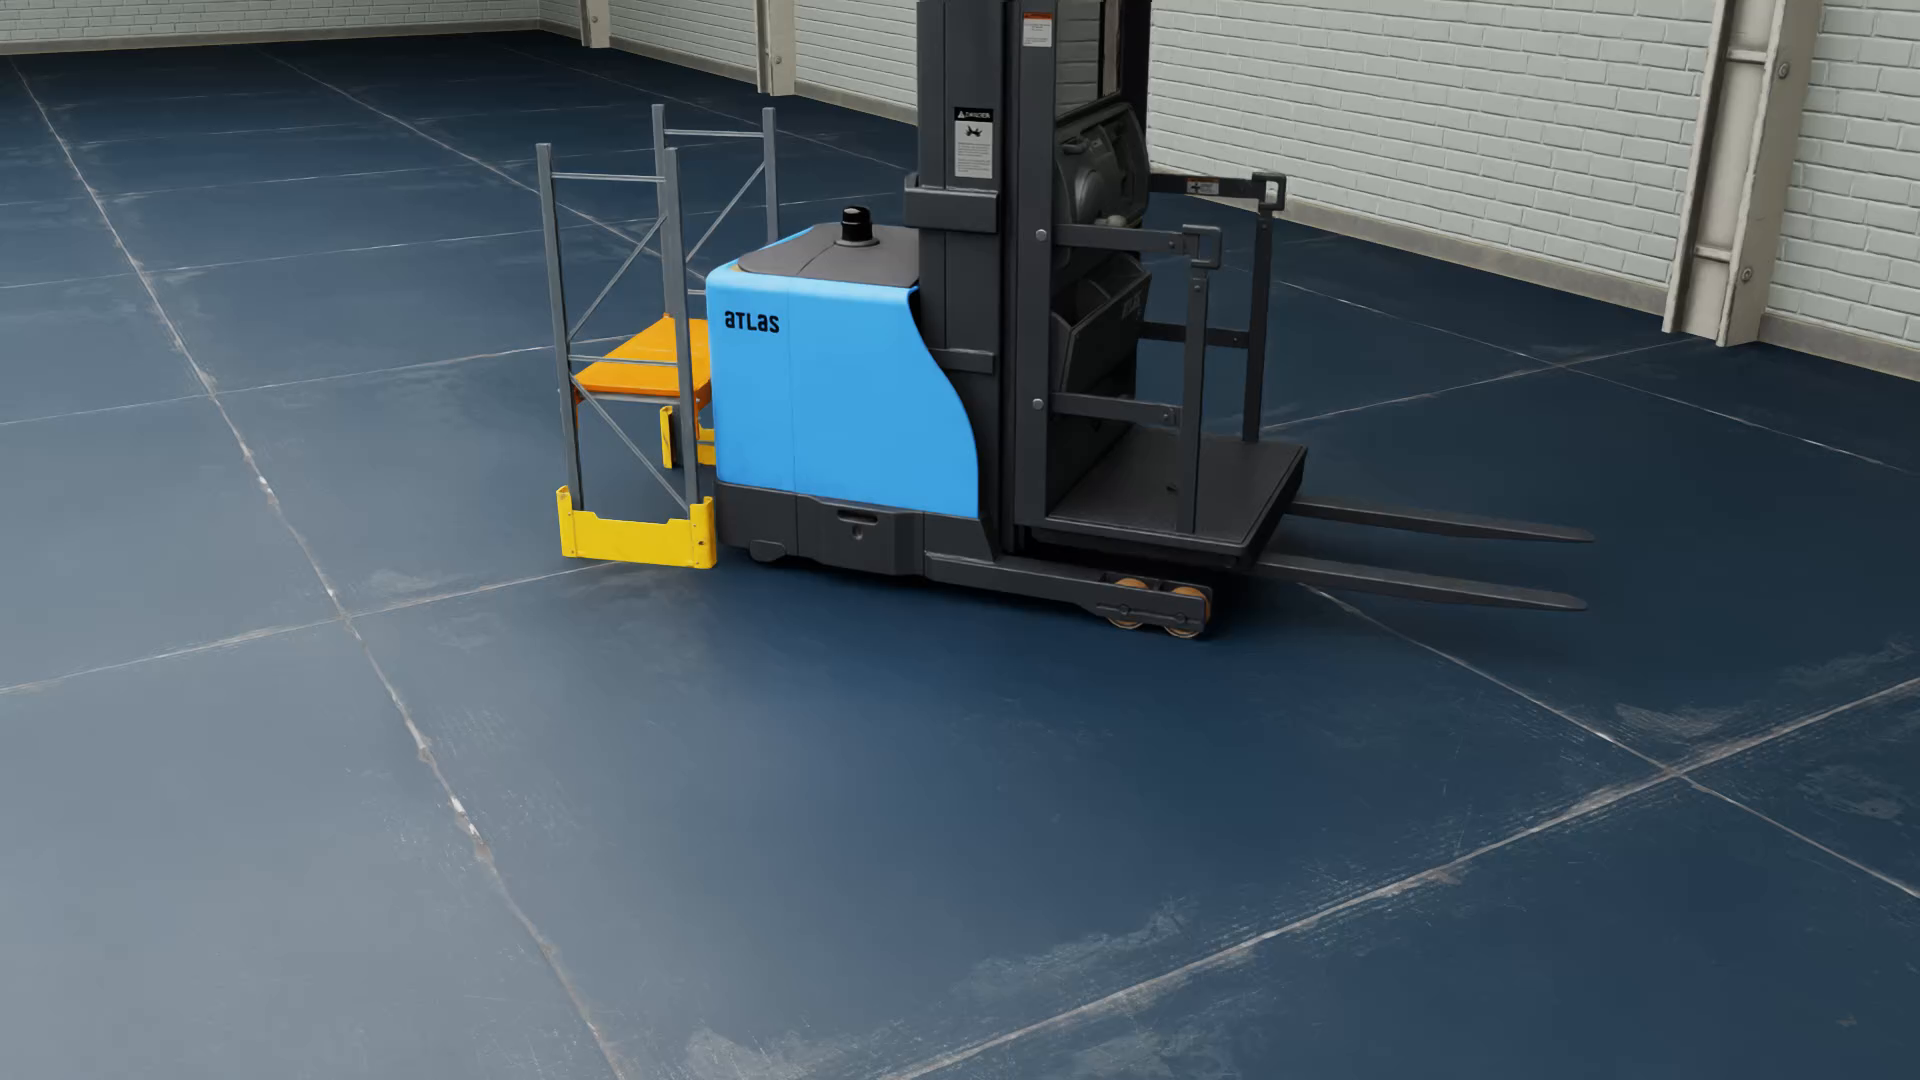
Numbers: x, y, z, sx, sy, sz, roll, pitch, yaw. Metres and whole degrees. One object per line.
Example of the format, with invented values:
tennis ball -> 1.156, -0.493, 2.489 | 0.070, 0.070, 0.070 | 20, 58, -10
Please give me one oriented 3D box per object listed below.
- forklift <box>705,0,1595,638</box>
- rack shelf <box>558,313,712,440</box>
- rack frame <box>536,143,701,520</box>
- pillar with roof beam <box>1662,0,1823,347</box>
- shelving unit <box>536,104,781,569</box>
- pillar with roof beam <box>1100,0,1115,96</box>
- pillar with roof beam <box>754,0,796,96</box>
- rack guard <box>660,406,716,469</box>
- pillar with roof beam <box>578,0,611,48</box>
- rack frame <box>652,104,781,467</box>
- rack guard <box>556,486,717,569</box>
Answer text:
forklift -> 0.667, -1.259, 5.518 | 3.031, 2.935, 1.130 | 8, 24, 20
rack shelf -> -1.075, -0.647, 6.389 | 0.538, 0.185, 1.000 | 5, 23, 12
rack frame -> -1.185, -0.627, 5.862 | 0.500, 1.500, 0.032 | 5, 23, 12
pillar with roof beam -> 0.386, -4.457, 5.326 | 9.100, 9.000, 0.400 | -13, 25, -28
shelving unit -> -1.077, -0.810, 6.313 | 0.587, 1.500, 1.083 | 5, 23, 12
pillar with roof beam -> -2.679, -6.399, 10.105 | 9.100, 9.000, 0.400 | -13, 25, -28
pillar with roof beam -> -5.744, -8.342, 14.883 | 9.100, 9.000, 0.400 | -13, 25, -28
rack guard -> -0.970, -0.414, 6.999 | 0.587, 0.250, 0.087 | 5, 23, 12
pillar with roof beam -> -8.808, -10.284, 19.662 | 9.100, 9.000, 0.400 | -13, 25, -28
rack frame -> -0.965, -1.001, 6.781 | 0.500, 1.500, 0.032 | 5, 23, 12
rack guard -> -1.185, -0.048, 6.098 | 0.587, 0.250, 0.087 | 5, 23, 12
